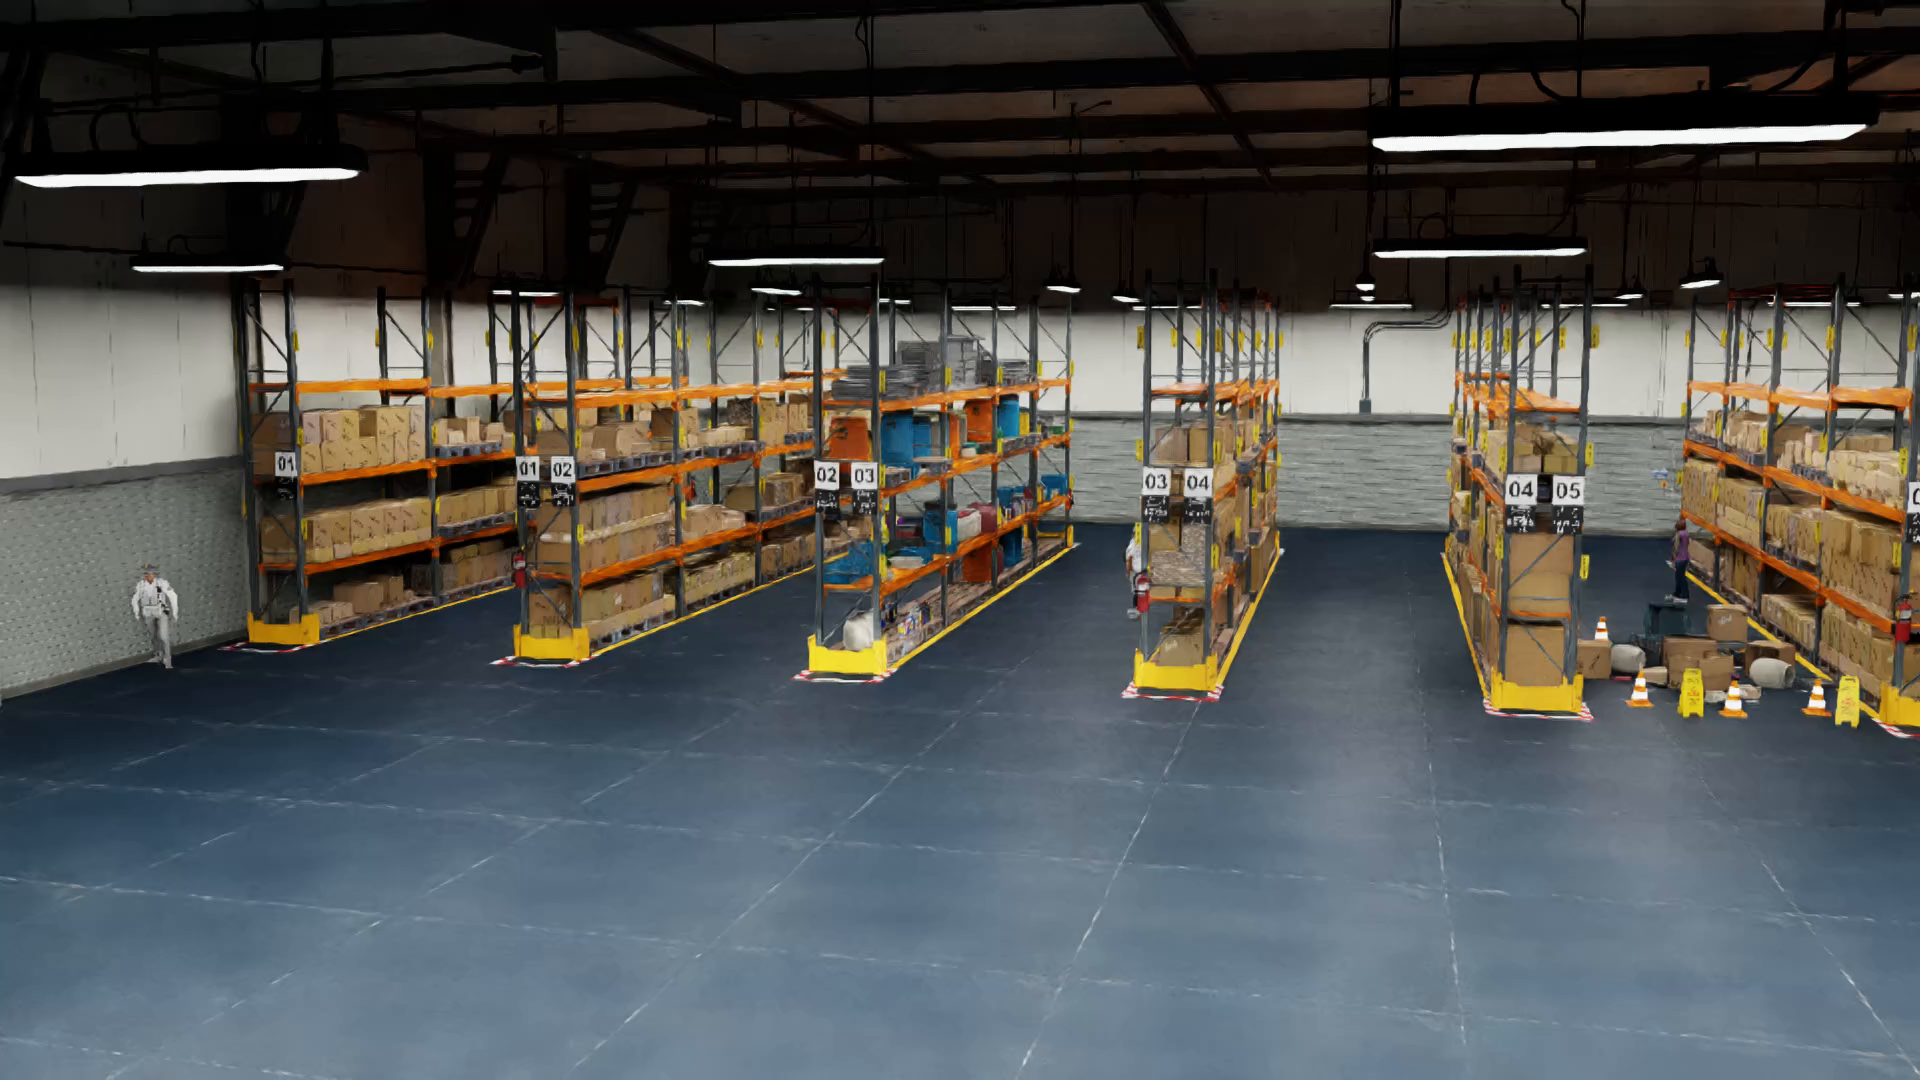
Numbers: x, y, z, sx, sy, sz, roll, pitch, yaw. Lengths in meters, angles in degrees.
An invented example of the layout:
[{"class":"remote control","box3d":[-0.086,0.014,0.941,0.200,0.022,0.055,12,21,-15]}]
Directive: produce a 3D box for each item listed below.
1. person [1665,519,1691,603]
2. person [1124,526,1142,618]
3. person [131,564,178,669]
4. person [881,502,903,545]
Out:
[{"class":"person","box3d":[13.766,0.386,31.839,0.527,1.592,0.522,7,10,44]},{"class":"person","box3d":[3.201,0.556,30.193,0.556,1.653,0.597,6,9,41]},{"class":"person","box3d":[-12.329,1.139,25.536,0.638,1.607,0.814,0,7,-3]},{"class":"person","box3d":[-1.441,0.067,34.109,0.575,1.691,1.121,2,7,16]}]
